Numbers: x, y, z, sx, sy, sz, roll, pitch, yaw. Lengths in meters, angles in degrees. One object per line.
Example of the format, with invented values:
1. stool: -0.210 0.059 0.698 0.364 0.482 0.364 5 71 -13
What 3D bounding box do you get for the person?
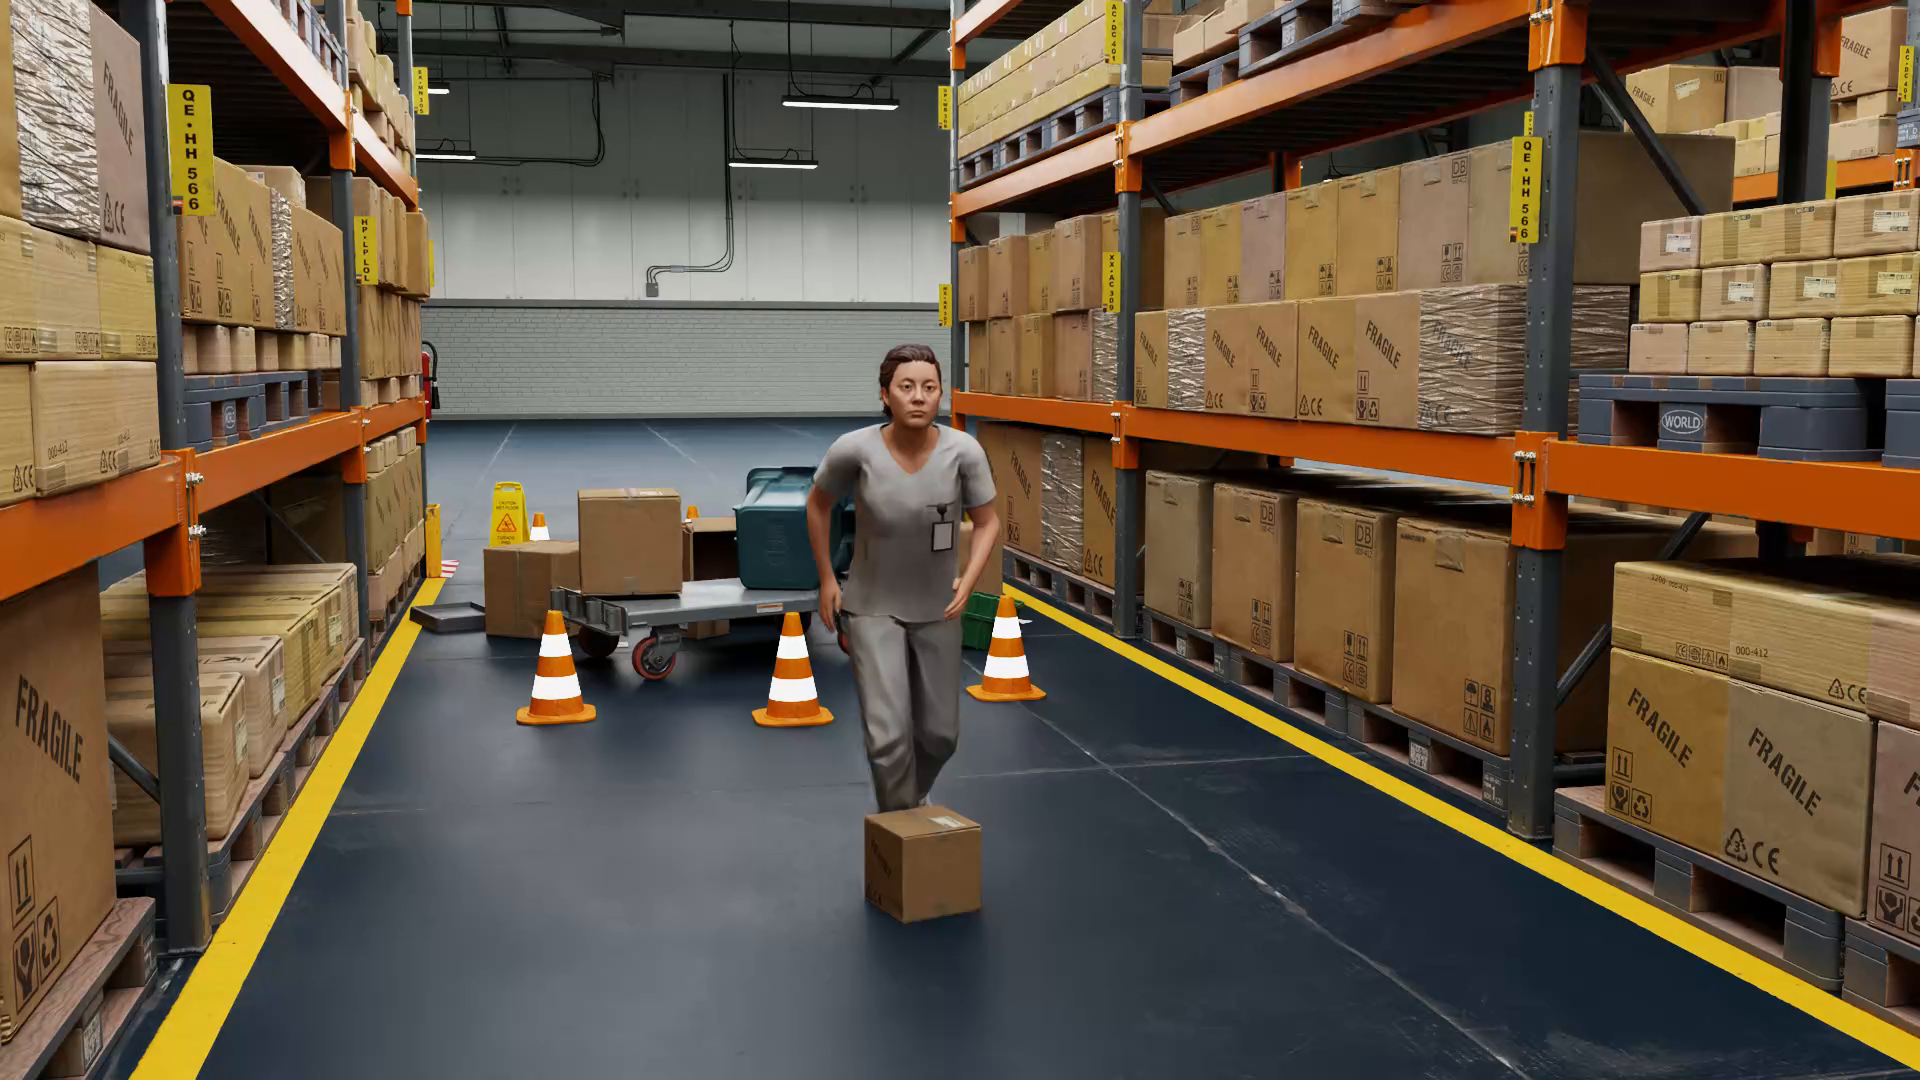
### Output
1. person: -0.189 0.216 5.020 0.554 1.604 0.786 -2 6 -14
